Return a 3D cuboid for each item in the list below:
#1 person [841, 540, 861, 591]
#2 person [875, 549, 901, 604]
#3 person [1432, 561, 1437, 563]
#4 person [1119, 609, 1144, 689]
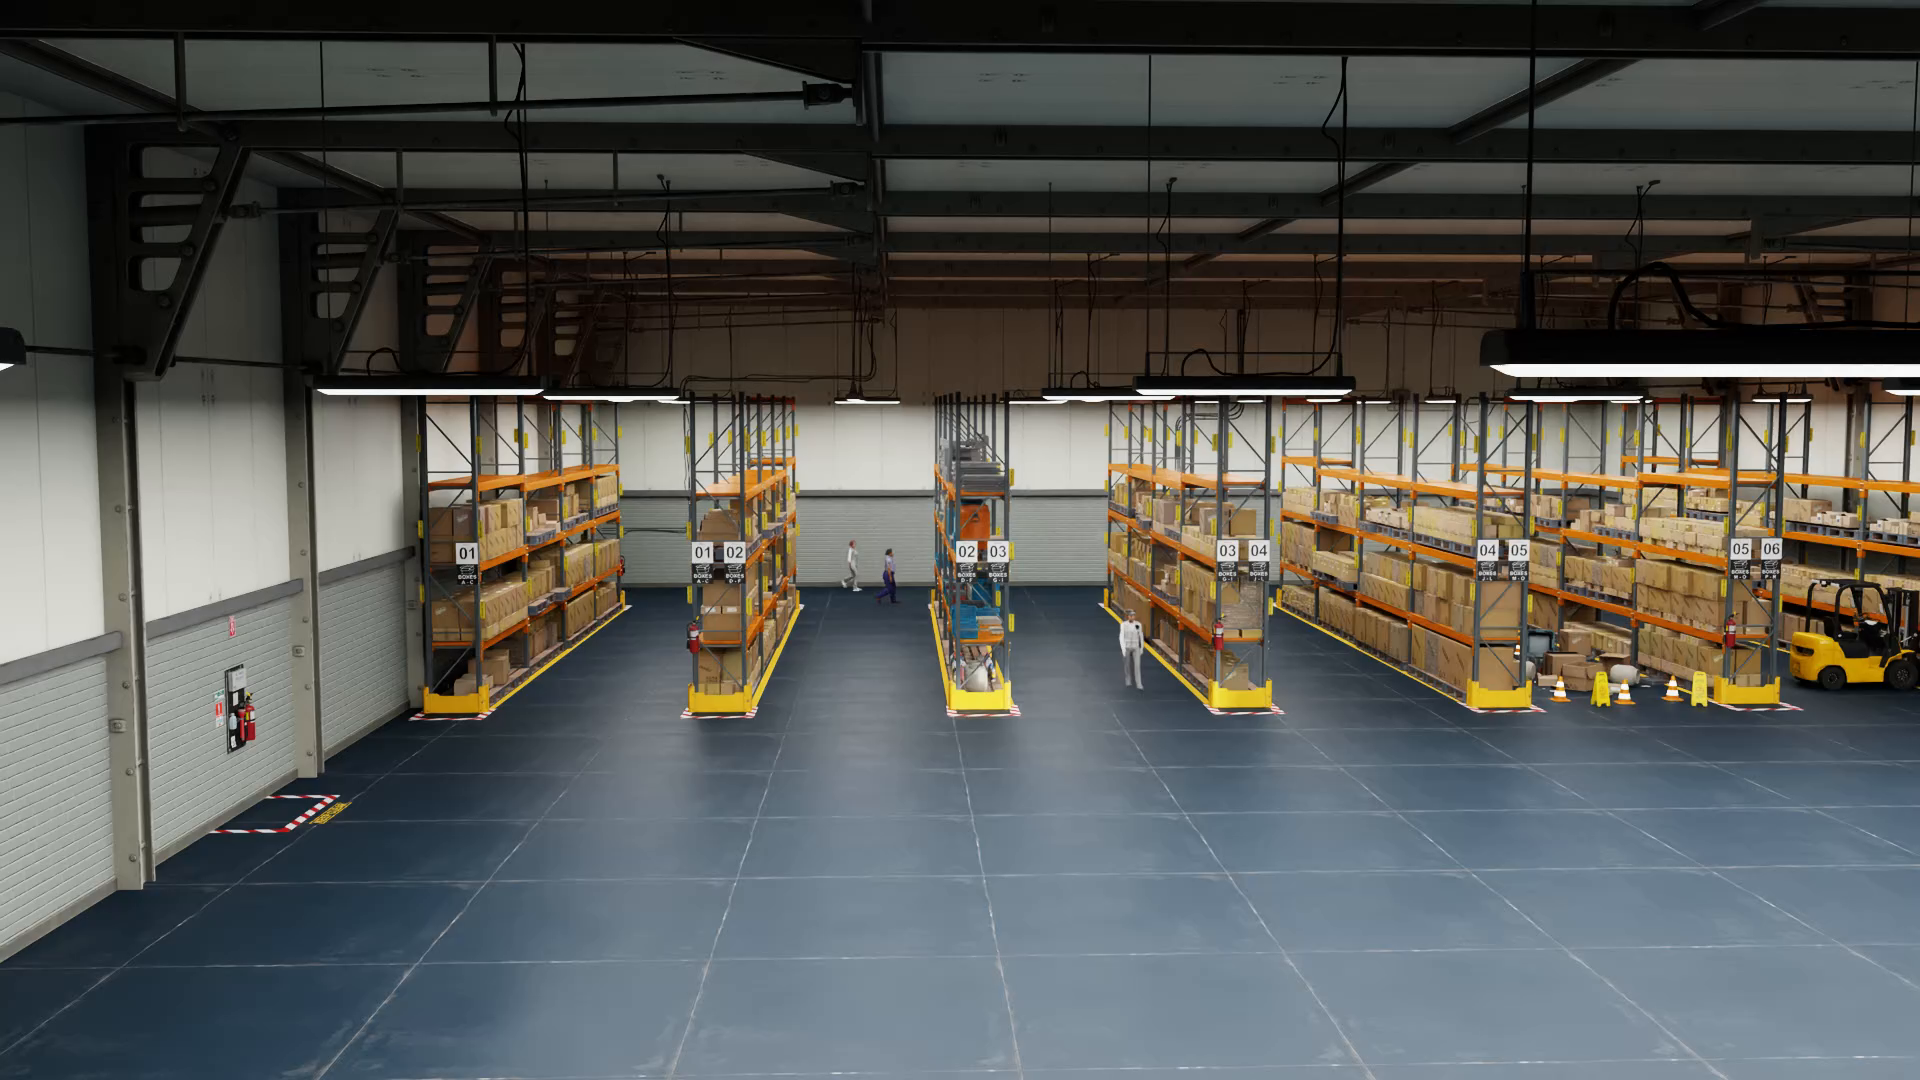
[{"bbox_3d":[-3.374,0.787,51.597,0.688,1.575,0.402,1,5,12],"label":"person"},{"bbox_3d":[-2.078,1.064,48.012,0.788,1.610,0.507,-1,5,-8],"label":"person"},{"bbox_3d":[12.137,1.436,42.672,0.567,1.805,0.385,-3,5,-30],"label":"person"},{"bbox_3d":[3.473,2.193,33.630,0.505,1.625,0.991,0,5,5],"label":"person"}]
